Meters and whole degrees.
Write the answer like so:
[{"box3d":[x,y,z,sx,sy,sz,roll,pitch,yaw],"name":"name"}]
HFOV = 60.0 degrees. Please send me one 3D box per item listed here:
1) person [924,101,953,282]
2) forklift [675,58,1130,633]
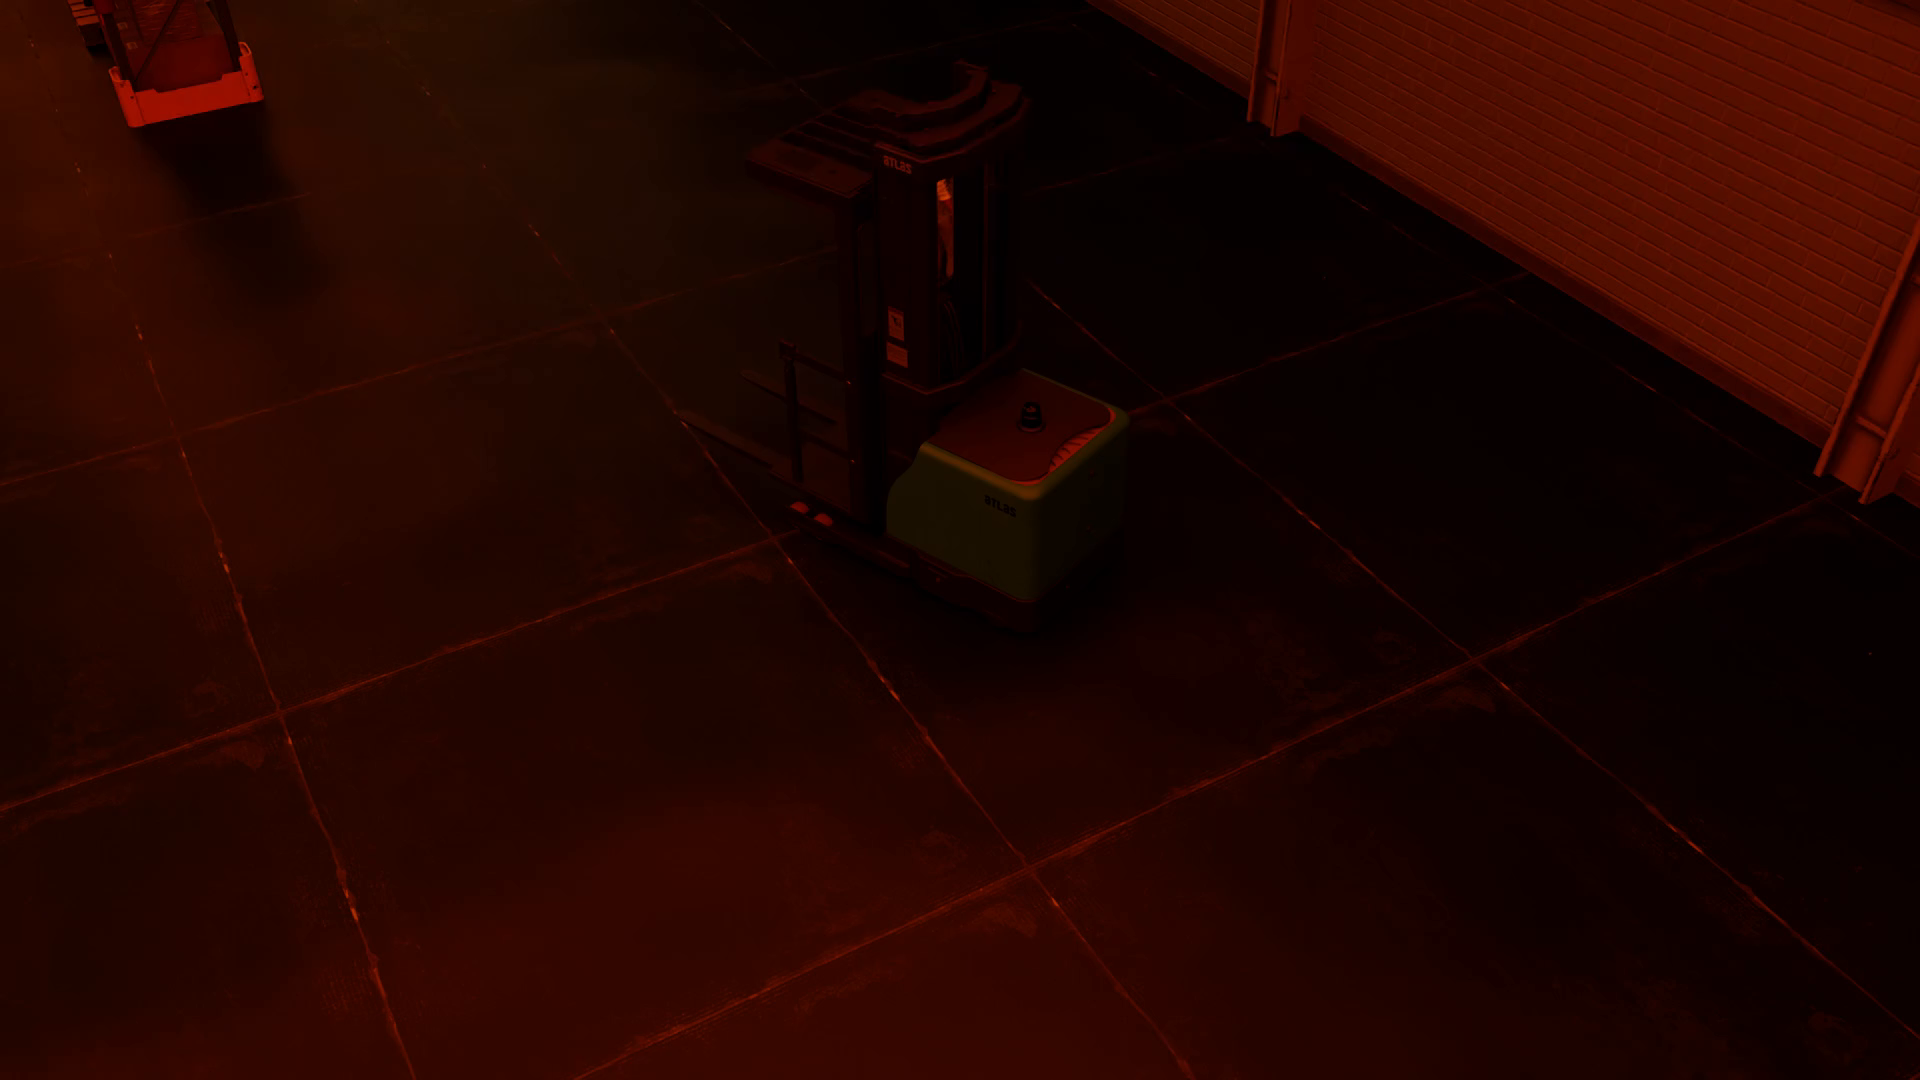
[{"box3d":[-0.066,-2.399,11.974,0.476,1.583,0.518,-13,41,-15],"name":"person"},{"box3d":[-0.481,-1.366,9.683,3.031,2.935,1.130,26,46,28],"name":"forklift"}]
